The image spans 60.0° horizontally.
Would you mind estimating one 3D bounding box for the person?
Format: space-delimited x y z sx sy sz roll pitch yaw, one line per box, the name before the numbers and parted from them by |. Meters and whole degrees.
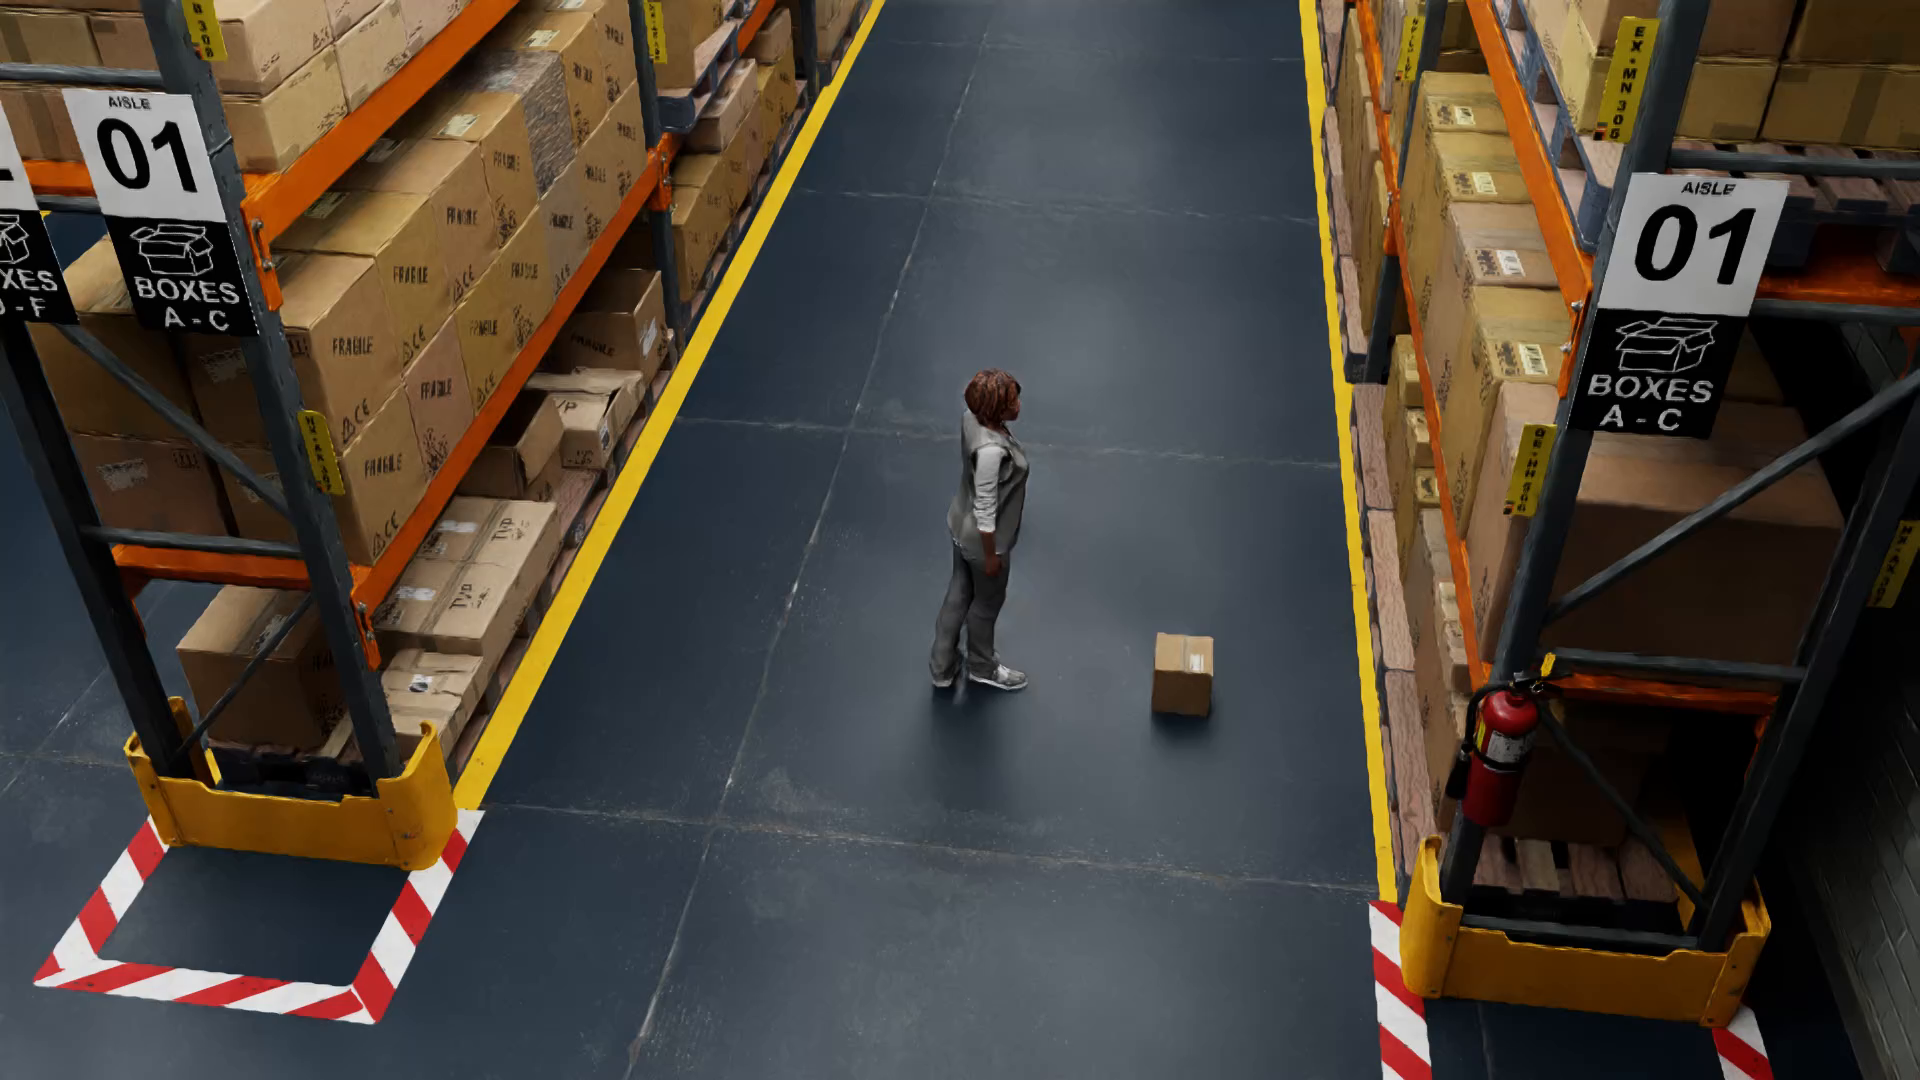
person | 0.070 -0.022 7.066 0.448 1.605 0.420 -9 38 -12
